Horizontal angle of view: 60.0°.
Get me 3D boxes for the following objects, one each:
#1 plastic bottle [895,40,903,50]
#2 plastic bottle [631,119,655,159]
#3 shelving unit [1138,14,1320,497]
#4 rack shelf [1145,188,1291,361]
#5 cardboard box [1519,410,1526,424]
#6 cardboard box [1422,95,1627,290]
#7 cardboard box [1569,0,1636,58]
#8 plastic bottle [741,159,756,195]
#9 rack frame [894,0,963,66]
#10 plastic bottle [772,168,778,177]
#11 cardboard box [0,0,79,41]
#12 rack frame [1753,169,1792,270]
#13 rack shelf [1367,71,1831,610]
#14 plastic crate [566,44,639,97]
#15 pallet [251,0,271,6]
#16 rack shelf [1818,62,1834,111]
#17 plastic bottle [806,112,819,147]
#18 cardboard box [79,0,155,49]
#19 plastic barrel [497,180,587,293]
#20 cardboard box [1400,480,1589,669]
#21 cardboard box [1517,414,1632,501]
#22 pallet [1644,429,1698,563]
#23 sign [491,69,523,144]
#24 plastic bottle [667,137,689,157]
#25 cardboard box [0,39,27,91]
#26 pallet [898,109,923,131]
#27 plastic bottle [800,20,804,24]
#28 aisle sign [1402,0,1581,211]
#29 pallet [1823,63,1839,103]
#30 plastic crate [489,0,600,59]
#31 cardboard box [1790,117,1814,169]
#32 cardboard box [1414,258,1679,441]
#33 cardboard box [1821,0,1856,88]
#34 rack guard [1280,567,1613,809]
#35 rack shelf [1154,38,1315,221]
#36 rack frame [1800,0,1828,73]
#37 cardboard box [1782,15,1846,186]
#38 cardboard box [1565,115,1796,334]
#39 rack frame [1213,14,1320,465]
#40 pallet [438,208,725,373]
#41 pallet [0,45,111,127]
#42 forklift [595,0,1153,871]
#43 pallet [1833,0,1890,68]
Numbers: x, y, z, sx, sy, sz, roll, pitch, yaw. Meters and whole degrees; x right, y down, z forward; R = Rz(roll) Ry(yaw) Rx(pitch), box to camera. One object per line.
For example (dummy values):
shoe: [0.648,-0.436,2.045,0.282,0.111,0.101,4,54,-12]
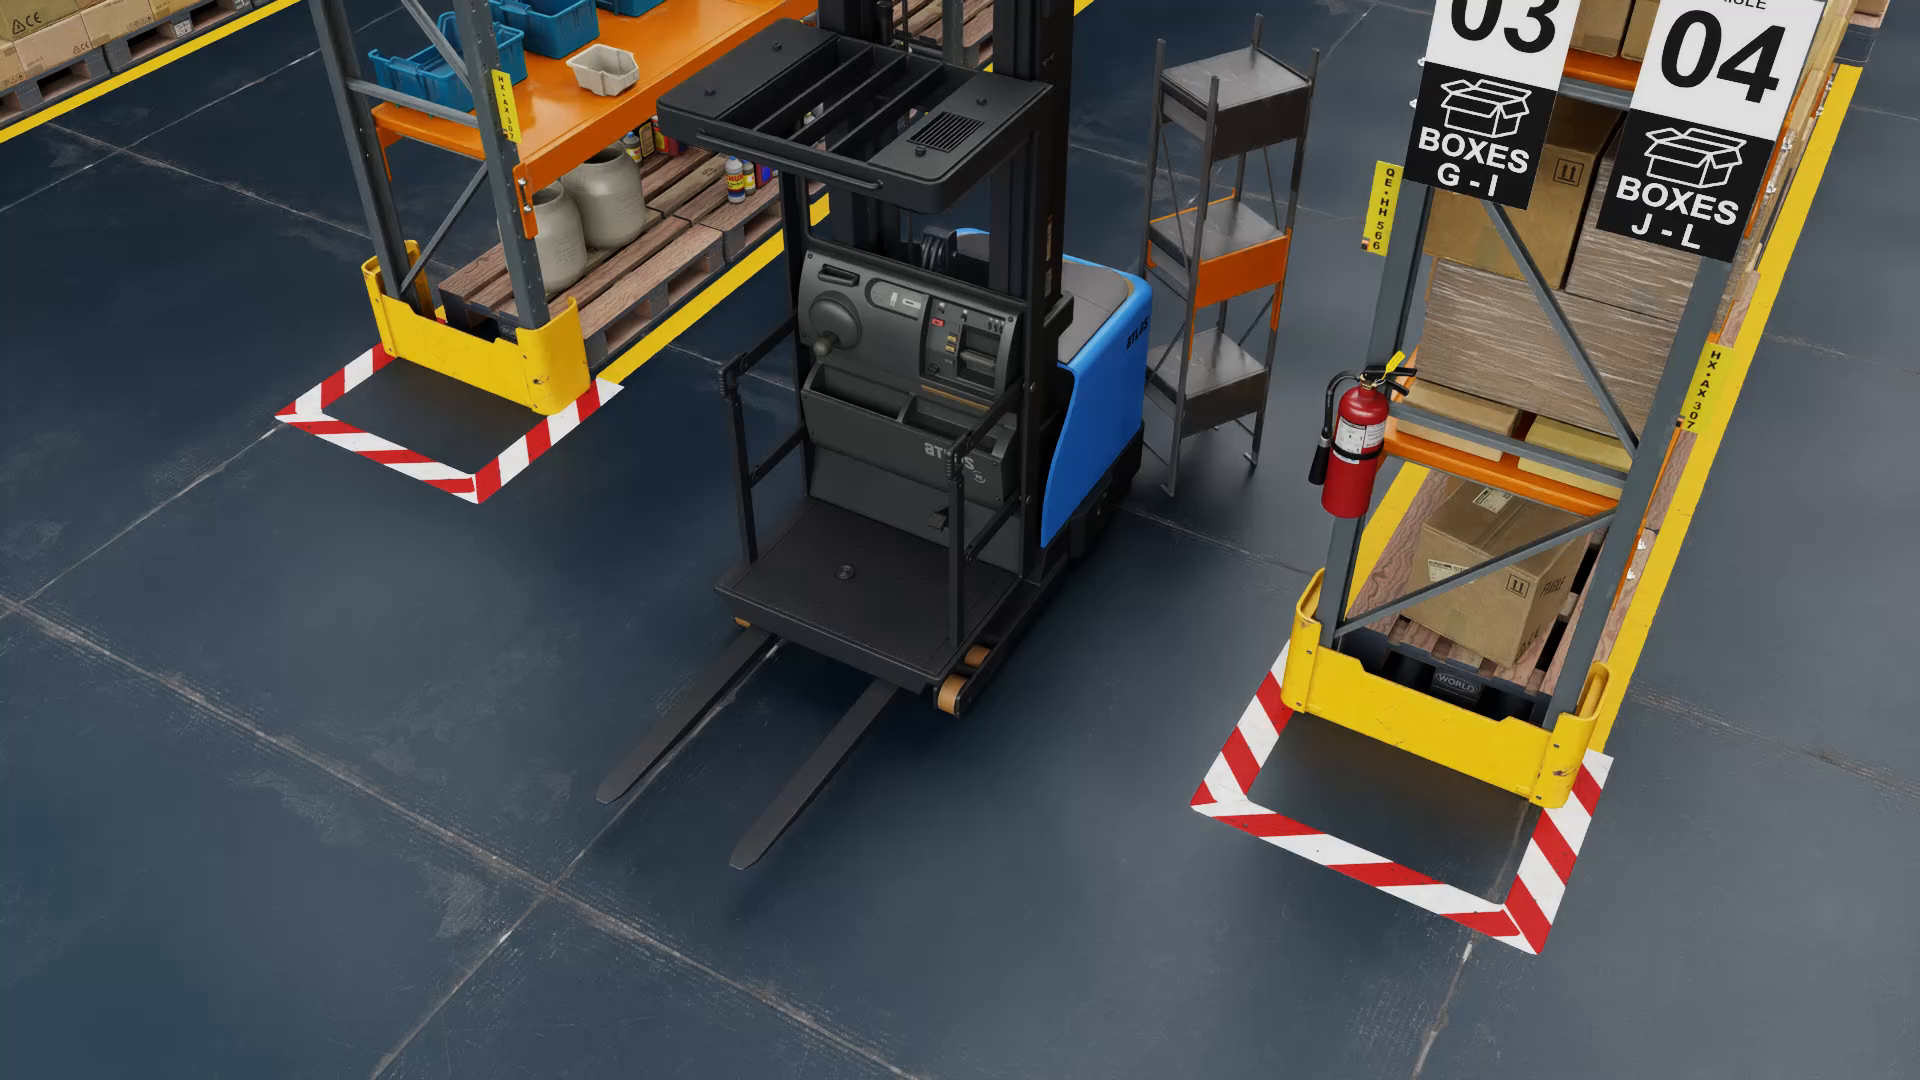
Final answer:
plastic bottle: [-0.396,-3.012,10.439,0.061,0.283,0.133,23,46,24]
plastic bottle: [-1.860,-2.377,9.717,0.061,0.283,0.133,22,46,23]
shelving unit: [1.110,-1.185,7.322,0.503,2.100,0.431,-20,45,-22]
rack shelf: [1.110,-1.174,7.331,0.480,0.518,0.431,-20,45,-22]
cardboard box: [1.936,-0.604,6.172,0.380,0.149,0.250,21,45,22]
cardboard box: [1.907,-1.245,5.652,0.500,0.500,0.500,21,45,22]
cardboard box: [1.867,-1.753,5.131,0.500,0.250,0.500,22,46,23]
plastic bottle: [-1.213,-2.071,9.432,0.097,0.201,0.097,0,41,0]
rack frame: [-0.440,-4.251,10.123,1.000,3.000,0.127,21,45,22]
plastic bottle: [-1.093,-2.234,9.564,0.097,0.271,0.097,0,41,0]
cardboard box: [-6.019,-3.530,10.499,0.500,0.500,0.500,21,45,22]
rack frame: [3.848,-2.613,8.263,1.000,3.000,0.127,21,45,22]
rack shelf: [2.847,-1.199,7.201,1.077,0.370,4.000,21,45,22]
plastic crate: [-1.716,-2.269,8.072,0.298,0.136,0.250,21,45,22]
pallet: [-5.161,-4.404,12.406,1.003,0.211,1.213,21,45,22]
rack shelf: [4.849,-3.487,9.800,1.077,0.370,4.000,21,45,22]
plastic bottle: [-0.891,-2.439,9.850,0.097,0.201,0.097,0,41,0]
cardboard box: [-5.770,-3.535,11.072,0.500,0.250,0.500,21,45,22]
plastic barrel: [-2.179,-1.588,8.664,0.421,0.512,0.421,0,41,0]
cardboard box: [2.173,0.105,6.751,0.500,0.500,0.500,30,49,29]
cardboard box: [2.195,-0.314,5.843,0.380,0.149,0.250,21,45,22]
pallet: [2.933,-0.470,7.939,1.003,0.211,1.213,21,45,22]
sign: [-1.968,-1.882,7.223,0.100,0.325,0.005,21,45,22]
plastic bottle: [-1.660,-2.404,9.748,0.061,0.283,0.133,21,45,22]
cardboard box: [-6.268,-2.961,10.421,0.500,0.250,0.500,21,45,22]
pallet: [-0.813,-2.834,10.624,1.003,0.211,1.213,21,45,22]
plastic bottle: [-1.030,-3.270,10.794,0.097,0.201,0.097,0,41,0]
aisle sign: [1.555,-1.363,4.877,0.394,0.787,0.004,21,45,22]
pallet: [5.457,-3.409,11.276,1.003,0.211,1.213,21,45,22]
plastic crate: [-2.121,-2.661,8.430,0.499,0.251,0.408,21,45,22]
cardboard box: [3.656,-1.855,7.593,0.380,0.149,0.250,21,45,22]
cardboard box: [2.145,-0.779,5.880,0.875,0.500,0.500,21,45,22]
cardboard box: [3.361,-2.216,6.755,0.500,0.500,0.500,21,45,22]
rack guard: [1.884,0.571,6.539,1.175,0.500,0.348,21,45,22]
rack shelf: [1.110,-1.700,6.868,0.480,0.518,0.431,-20,45,-22]
rack frame: [1.846,-2.576,3.681,1.000,3.000,0.127,21,45,22]
cardboard box: [2.863,-1.643,6.105,0.500,0.500,0.500,21,45,22]
cardboard box: [2.357,-1.073,5.457,0.500,0.500,0.500,21,45,22]
rack frame: [1.322,-1.264,7.412,0.015,2.100,0.400,-20,45,-22]
pallet: [-2.034,-1.438,9.038,1.003,0.211,1.213,21,45,22]
pallet: [-6.382,-3.007,10.821,1.003,0.211,1.213,21,45,22]
forklift: [-0.312,-0.739,6.186,1.130,2.935,3.031,21,45,22]
pallet: [4.356,-2.930,8.768,1.003,0.211,1.213,21,45,22]
